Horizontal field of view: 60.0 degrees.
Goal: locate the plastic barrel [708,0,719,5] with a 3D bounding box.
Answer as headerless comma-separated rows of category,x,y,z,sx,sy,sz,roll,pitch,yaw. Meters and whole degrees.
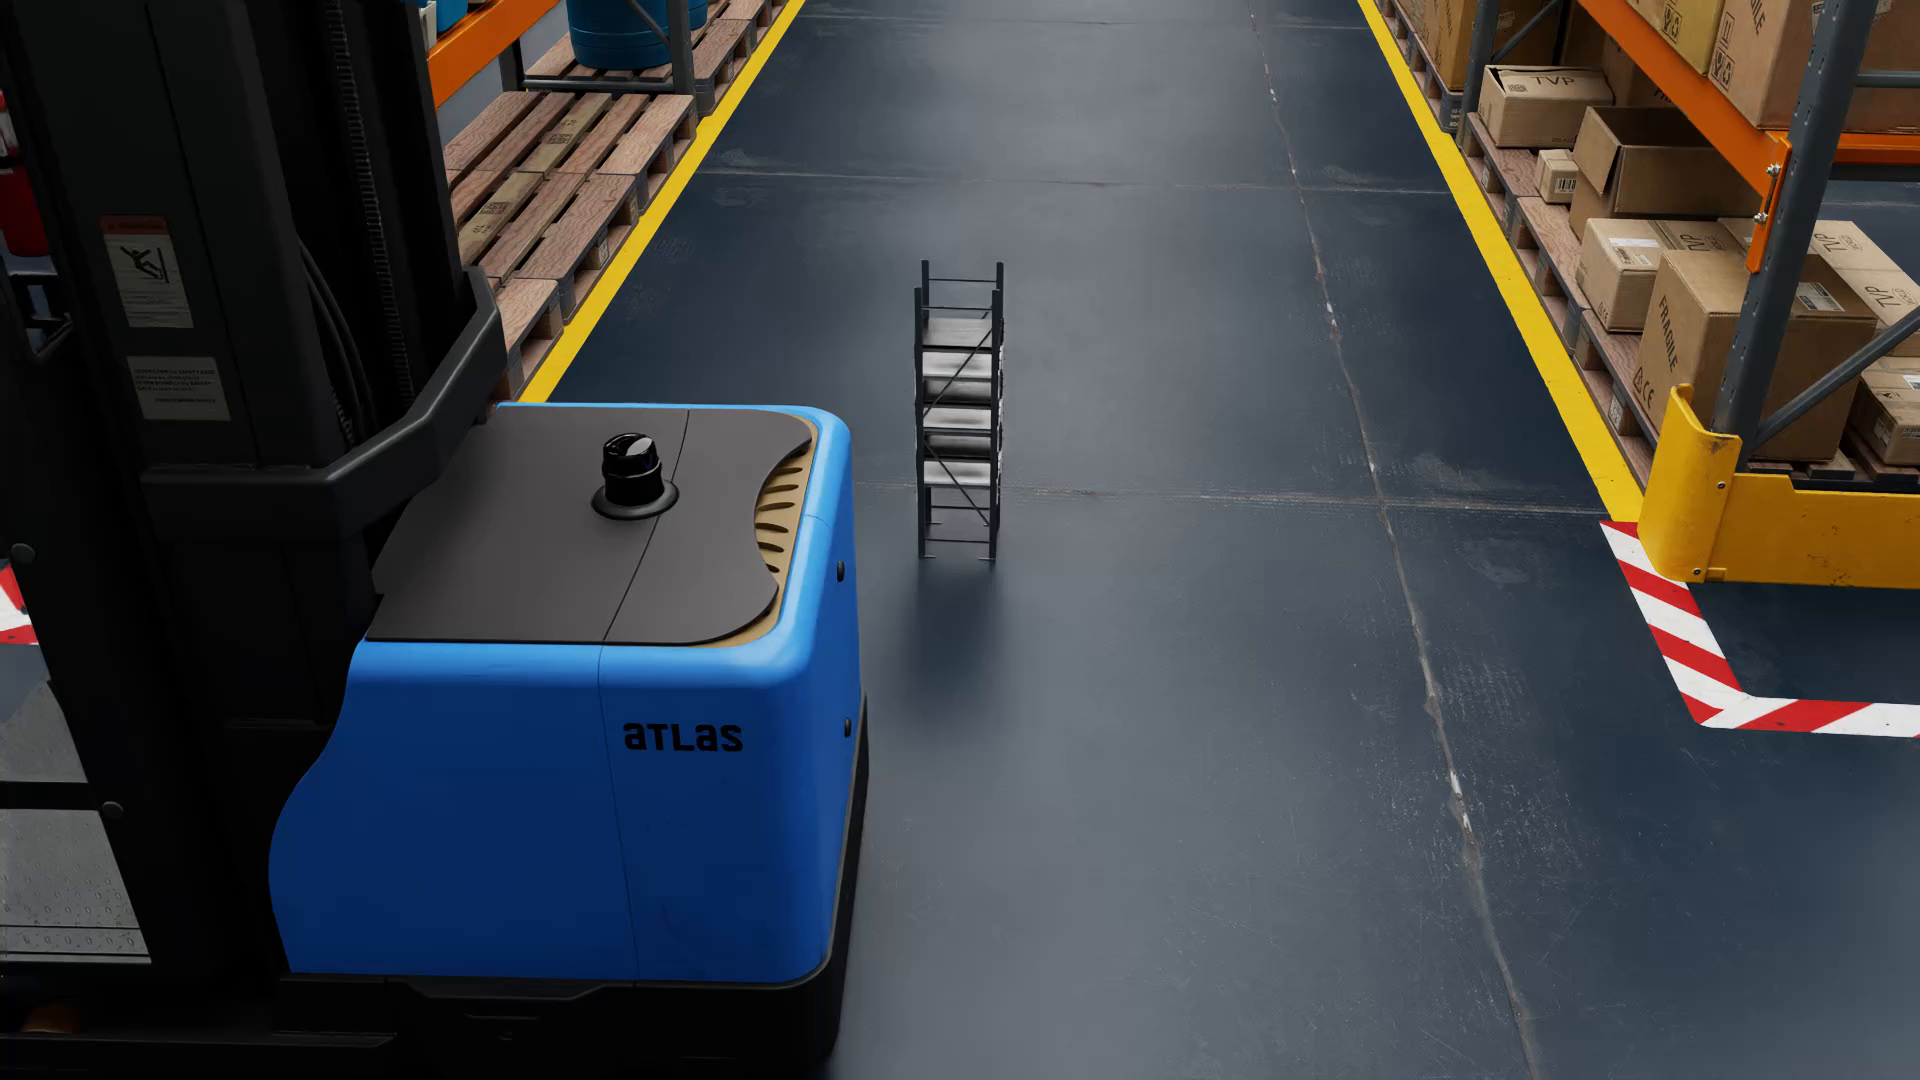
plastic barrel,-1.639,-3.547,10.118,0.421,0.512,0.421,0,32,0

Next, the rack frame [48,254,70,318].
rack frame,-2.219,-1.391,4.647,1.000,3.000,0.127,2,32,4

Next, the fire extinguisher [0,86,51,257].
fire extinguisher,-2.684,-1.139,4.669,0.296,0.674,0.183,2,32,4

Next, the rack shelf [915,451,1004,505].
rack shelf,-0.001,-0.197,5.119,0.258,0.077,0.200,2,32,4

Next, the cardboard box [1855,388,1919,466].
cardboard box,3.094,-0.355,5.265,0.380,0.149,0.250,2,32,4

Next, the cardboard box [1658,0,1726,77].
cardboard box,2.522,-1.737,5.114,0.500,0.500,0.500,3,32,4

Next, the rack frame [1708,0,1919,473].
rack frame,2.718,-1.177,4.301,1.000,3.000,0.127,2,32,4

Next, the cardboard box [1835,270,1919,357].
cardboard box,3.085,-0.727,5.773,0.500,0.250,0.500,2,32,4

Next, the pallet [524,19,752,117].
pallet,-1.789,-2.697,9.425,1.003,0.211,1.213,2,32,4

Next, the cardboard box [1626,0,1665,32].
cardboard box,2.568,-1.998,5.537,0.500,0.500,0.500,3,32,4

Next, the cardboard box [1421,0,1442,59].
cardboard box,2.847,-2.920,9.093,0.500,0.500,0.500,3,32,4

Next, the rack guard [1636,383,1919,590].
rack guard,2.724,-0.153,5.021,1.175,0.500,0.348,2,32,4

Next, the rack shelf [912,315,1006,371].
rack shelf,-0.001,-0.580,4.883,0.258,0.077,0.200,2,32,4

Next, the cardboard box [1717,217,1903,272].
cardboard box,3.126,-0.989,6.197,0.500,0.250,0.500,2,32,4

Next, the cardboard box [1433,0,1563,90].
cardboard box,2.798,-2.662,8.674,0.500,0.500,0.500,2,32,4

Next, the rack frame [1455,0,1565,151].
rack frame,3.043,-3.269,7.695,1.000,3.000,0.127,2,32,4

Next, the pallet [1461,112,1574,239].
pallet,2.987,-1.722,7.844,1.003,0.211,1.213,2,32,4

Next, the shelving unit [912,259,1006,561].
shelving unit,-0.001,-0.379,5.007,0.258,0.900,0.210,2,32,4

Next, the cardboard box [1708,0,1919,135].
cardboard box,2.483,-1.465,4.674,0.500,0.500,0.500,3,32,5

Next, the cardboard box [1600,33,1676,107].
cardboard box,3.280,-2.082,7.732,0.500,0.500,0.500,2,32,4

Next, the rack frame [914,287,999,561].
rack frame,-0.009,-0.326,4.921,0.240,0.900,0.006,2,32,4

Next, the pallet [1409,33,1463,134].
pallet,3.072,-2.508,9.119,1.003,0.211,1.213,2,32,4

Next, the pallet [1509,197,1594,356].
pallet,2.890,-1.083,6.806,1.003,0.211,1.213,2,32,4

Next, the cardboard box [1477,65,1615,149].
cardboard box,2.794,-2.101,7.944,0.500,0.311,0.500,2,32,4

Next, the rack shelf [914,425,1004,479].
rack shelf,-0.001,-0.274,5.072,0.258,0.077,0.200,2,32,4

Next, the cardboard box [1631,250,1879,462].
cardboard box,2.516,-0.595,5.320,0.500,0.500,0.500,2,32,4

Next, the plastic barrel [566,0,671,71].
plastic barrel,-1.832,-3.051,8.942,0.600,0.901,0.708,2,32,4

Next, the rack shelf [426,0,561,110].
rack shelf,-2.056,-2.130,6.533,1.077,0.370,4.000,2,32,4

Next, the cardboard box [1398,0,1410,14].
cardboard box,2.927,-3.448,9.950,0.500,0.500,0.500,1,32,2

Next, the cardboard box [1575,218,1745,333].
cardboard box,2.624,-0.984,6.189,0.500,0.250,0.500,2,32,4

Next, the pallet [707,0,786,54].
pallet,-1.692,-3.336,10.463,1.003,0.211,1.213,2,32,4

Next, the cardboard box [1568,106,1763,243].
cardboard box,2.896,-1.411,6.640,0.797,0.503,0.637,2,32,4

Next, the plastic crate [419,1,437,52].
plastic crate,-1.762,-1.583,5.154,0.250,0.136,0.298,2,32,4

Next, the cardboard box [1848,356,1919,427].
cardboard box,3.115,-0.493,5.472,0.380,0.166,0.250,2,32,4

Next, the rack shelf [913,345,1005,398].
rack shelf,-0.001,-0.504,4.930,0.258,0.077,0.200,2,32,4

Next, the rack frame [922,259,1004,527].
rack frame,0.008,-0.432,5.093,0.240,0.900,0.006,2,32,4

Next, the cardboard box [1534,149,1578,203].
cardboard box,2.733,-1.587,7.247,0.380,0.166,0.250,2,32,4

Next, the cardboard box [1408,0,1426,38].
cardboard box,2.888,-3.182,9.518,0.500,0.500,0.500,3,32,5

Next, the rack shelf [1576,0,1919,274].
rack shelf,2.881,-1.917,6.187,1.077,0.370,4.000,2,32,4

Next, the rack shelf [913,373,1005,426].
rack shelf,-0.001,-0.427,4.977,0.258,0.077,0.200,2,32,4

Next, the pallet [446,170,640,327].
pallet,-2.011,-1.269,7.108,1.003,0.211,1.213,2,32,4

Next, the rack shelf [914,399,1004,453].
rack shelf,-0.001,-0.350,5.025,0.258,0.077,0.200,2,32,4

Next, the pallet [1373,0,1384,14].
pallet,3.271,-3.784,11.190,1.003,0.211,1.213,2,32,4

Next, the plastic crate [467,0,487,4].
plastic crate,-1.707,-1.938,5.730,0.250,0.136,0.298,2,32,4

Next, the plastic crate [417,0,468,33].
plastic crate,-1.817,-1.804,5.421,0.416,0.233,0.300,2,32,4

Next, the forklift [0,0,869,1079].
forklift,-1.755,-0.406,3.115,3.031,2.935,1.130,1,32,1

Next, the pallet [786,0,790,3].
pallet,-1.590,-3.973,11.495,1.003,0.211,1.213,2,32,4

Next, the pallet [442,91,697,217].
pallet,-1.914,-1.909,8.146,1.003,0.211,1.213,2,32,4

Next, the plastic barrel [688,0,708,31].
plastic barrel,-1.774,-3.422,9.543,0.600,0.901,0.708,2,32,4

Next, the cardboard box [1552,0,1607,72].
cardboard box,3.326,-2.634,8.629,0.500,0.500,0.500,1,32,2

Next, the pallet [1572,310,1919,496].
pallet,2.788,-0.446,5.774,1.003,0.211,1.213,2,32,4

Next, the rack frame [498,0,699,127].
rack frame,-1.893,-3.482,8.041,1.000,3.000,0.127,2,32,4

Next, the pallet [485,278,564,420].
pallet,-2.113,-0.633,6.076,1.003,0.211,1.213,2,32,4

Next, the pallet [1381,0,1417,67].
pallet,3.169,-3.148,10.157,1.003,0.211,1.213,2,32,4
